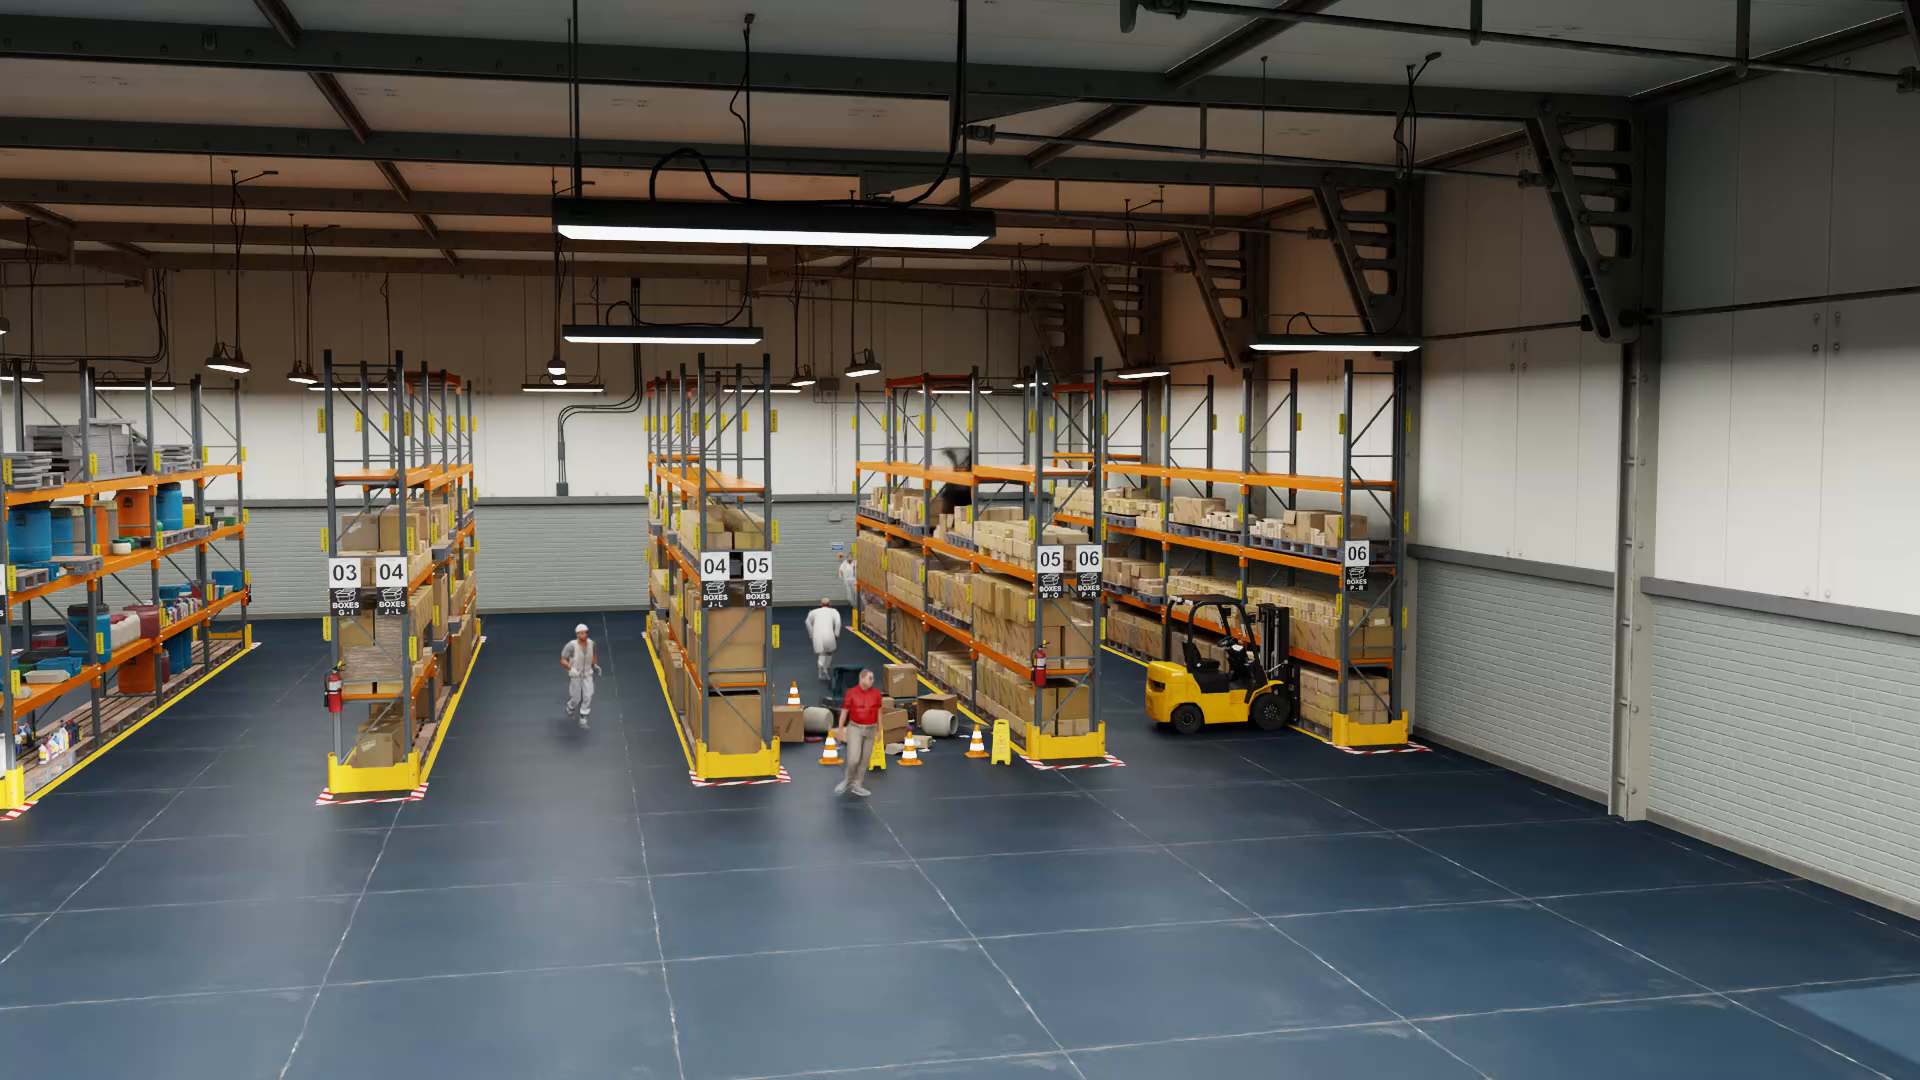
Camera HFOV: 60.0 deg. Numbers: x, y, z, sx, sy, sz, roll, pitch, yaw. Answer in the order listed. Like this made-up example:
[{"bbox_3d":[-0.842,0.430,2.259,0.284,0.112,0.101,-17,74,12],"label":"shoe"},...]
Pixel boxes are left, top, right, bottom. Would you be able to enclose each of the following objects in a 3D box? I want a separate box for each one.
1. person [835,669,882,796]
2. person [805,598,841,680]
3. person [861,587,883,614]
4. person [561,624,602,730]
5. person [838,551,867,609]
[{"bbox_3d":[-1.346,2.581,22.287,0.635,1.720,0.450,-2,5,-28],"label":"person"},{"bbox_3d":[-2.683,1.963,32.395,0.712,1.593,1.060,0,4,3],"label":"person"},{"bbox_3d":[-2.443,1.117,43.826,0.854,1.645,0.589,-3,5,-33],"label":"person"},{"bbox_3d":[-6.293,2.232,27.415,0.658,1.738,0.816,-2,5,-32],"label":"person"},{"bbox_3d":[-2.787,1.127,43.583,0.865,1.681,0.773,1,4,20],"label":"person"}]
